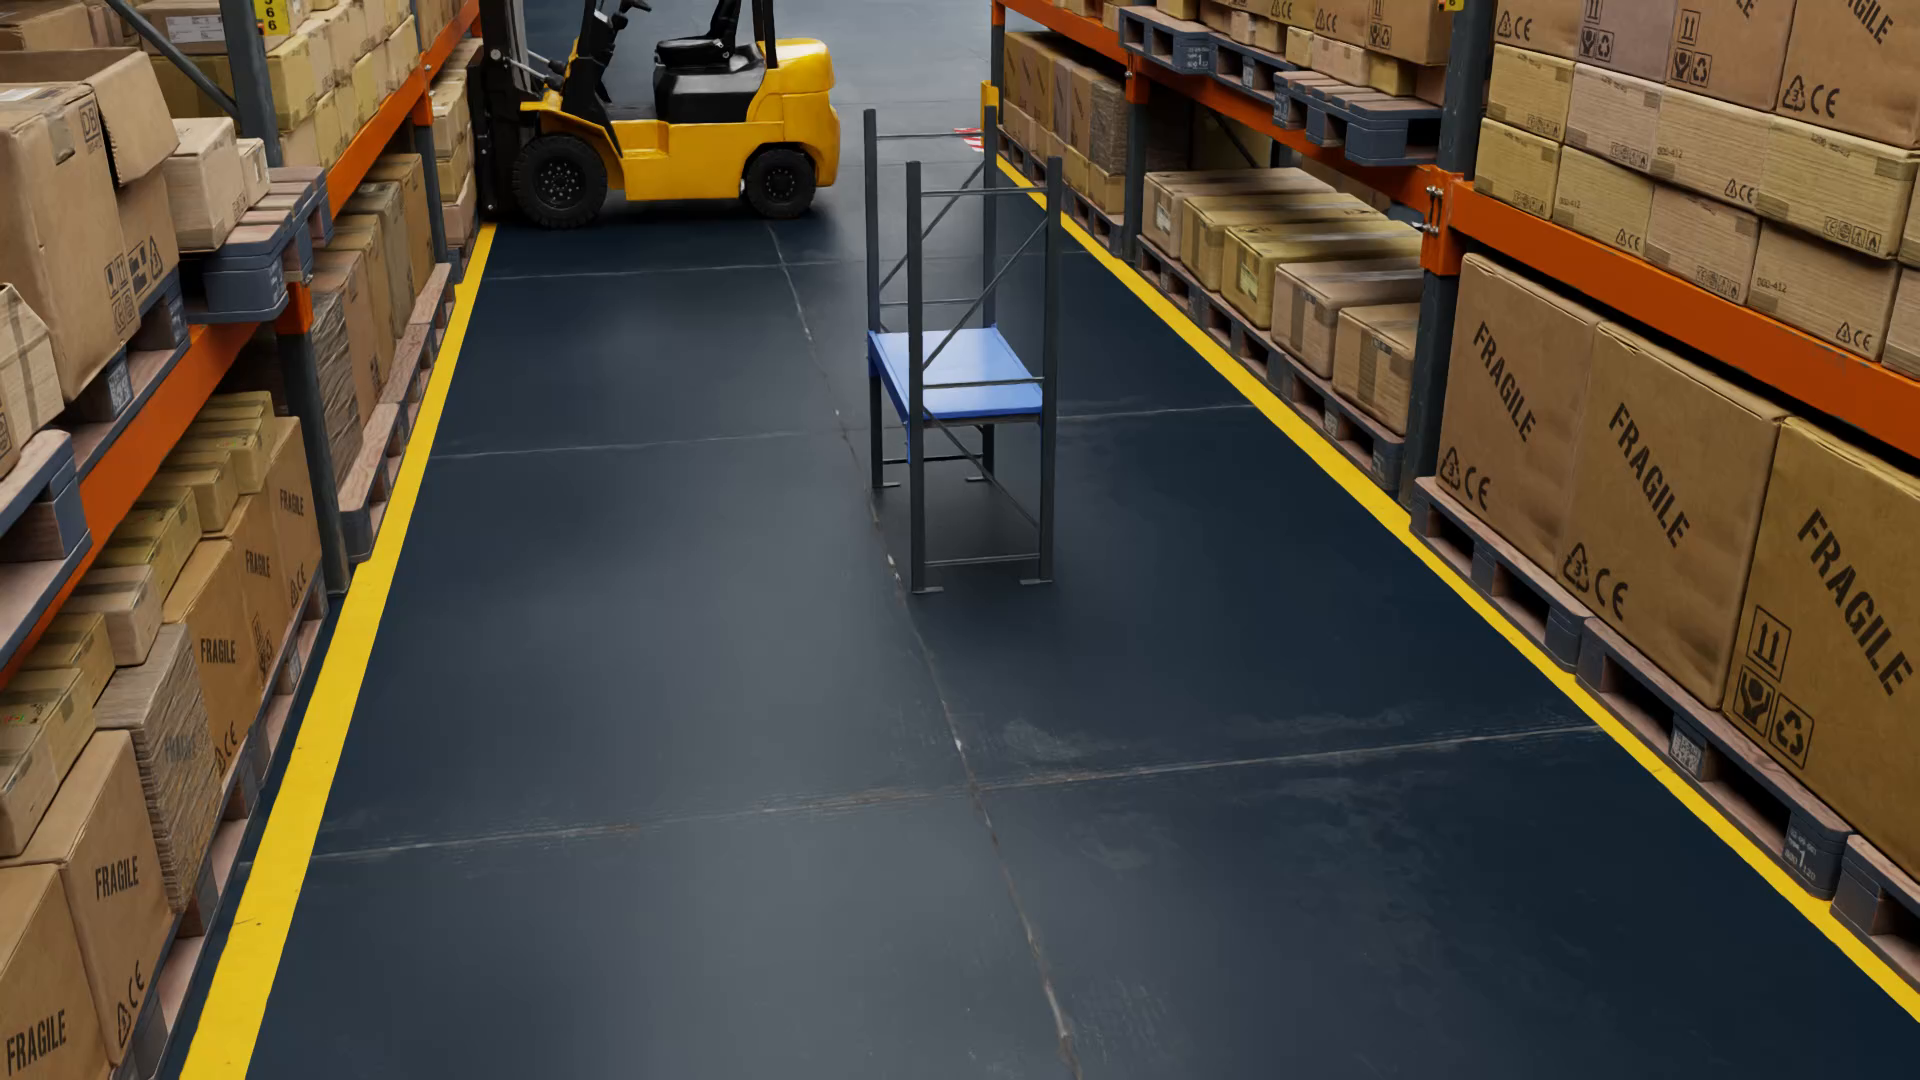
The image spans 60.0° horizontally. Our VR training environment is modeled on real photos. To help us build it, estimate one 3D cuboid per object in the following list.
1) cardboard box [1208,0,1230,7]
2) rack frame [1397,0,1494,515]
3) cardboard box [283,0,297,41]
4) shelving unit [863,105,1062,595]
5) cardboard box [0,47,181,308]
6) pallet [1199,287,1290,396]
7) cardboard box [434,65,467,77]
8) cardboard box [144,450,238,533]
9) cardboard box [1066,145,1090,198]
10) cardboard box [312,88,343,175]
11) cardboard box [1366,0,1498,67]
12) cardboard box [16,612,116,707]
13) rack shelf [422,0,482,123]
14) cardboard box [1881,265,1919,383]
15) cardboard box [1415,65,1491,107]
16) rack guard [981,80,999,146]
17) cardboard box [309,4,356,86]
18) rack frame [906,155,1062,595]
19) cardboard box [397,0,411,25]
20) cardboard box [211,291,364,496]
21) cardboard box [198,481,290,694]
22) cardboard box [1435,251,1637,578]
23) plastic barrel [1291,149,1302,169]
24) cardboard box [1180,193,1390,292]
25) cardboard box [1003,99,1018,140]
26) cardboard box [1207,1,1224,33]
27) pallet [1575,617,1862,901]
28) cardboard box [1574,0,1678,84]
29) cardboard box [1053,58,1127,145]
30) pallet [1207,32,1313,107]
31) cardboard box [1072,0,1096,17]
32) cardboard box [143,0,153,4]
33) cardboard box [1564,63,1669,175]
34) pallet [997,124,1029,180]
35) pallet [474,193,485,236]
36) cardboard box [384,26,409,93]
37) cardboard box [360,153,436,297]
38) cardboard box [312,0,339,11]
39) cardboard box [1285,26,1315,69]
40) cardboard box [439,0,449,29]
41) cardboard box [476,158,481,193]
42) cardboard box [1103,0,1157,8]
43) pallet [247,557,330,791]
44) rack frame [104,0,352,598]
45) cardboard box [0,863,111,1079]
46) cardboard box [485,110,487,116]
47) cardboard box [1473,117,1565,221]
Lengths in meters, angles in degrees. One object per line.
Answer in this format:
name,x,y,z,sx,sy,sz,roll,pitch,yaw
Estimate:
cardboard box,1.471,-2.884,8.084,0.500,0.500,0.500,-4,24,-10
rack frame,2.234,-1.534,6.014,1.000,3.000,0.127,-4,24,-10
cardboard box,-2.463,-1.760,5.597,0.380,0.149,0.250,-4,24,-9
shelving unit,-0.016,-0.721,6.027,0.538,1.500,1.048,-4,24,-10
cardboard box,-2.160,-0.777,3.627,0.797,0.503,0.637,-5,24,-11
pallet,1.869,-1.042,8.373,1.003,0.211,1.213,-4,24,-10
cardboard box,-3.441,-2.946,10.910,0.500,0.250,0.500,-5,24,-11
cardboard box,-2.217,-0.122,4.569,0.380,0.149,0.250,-5,24,-12
cardboard box,1.013,-2.461,11.048,0.500,0.250,0.500,-5,24,-11
cardboard box,-2.573,-1.487,6.095,0.500,0.250,0.500,-5,24,-11
cardboard box,1.877,-2.067,6.213,0.500,0.500,0.500,-5,24,-11
cardboard box,-2.090,0.290,3.626,0.380,0.149,0.250,-4,24,-10
rack shelf,-3.753,-3.195,10.718,1.077,0.370,4.000,-4,24,-10
cardboard box,2.476,-0.450,3.720,0.500,0.250,0.500,-5,24,-11
cardboard box,1.942,-1.723,6.236,0.380,0.149,0.250,-3,24,-8
rack guard,0.769,-3.505,13.651,1.175,0.500,0.348,-4,24,-10
cardboard box,-2.656,-1.922,6.467,0.500,0.250,0.500,-5,24,-11
rack frame,0.078,-0.521,5.569,0.500,1.500,0.032,-4,24,-10
cardboard box,-3.041,-2.725,8.303,0.500,0.250,0.500,-5,24,-11
cardboard box,-2.745,-0.516,6.125,0.875,0.625,0.625,-4,24,-8
cardboard box,-2.271,0.136,4.789,0.500,0.500,0.500,-5,24,-11
cardboard box,2.280,-0.475,5.720,0.875,0.875,0.875,-5,24,-10
plastic barrel,2.625,-2.800,12.131,0.512,0.421,0.421,13,27,27
cardboard box,1.730,-1.607,8.940,0.950,0.372,0.625,-3,24,-6
cardboard box,0.632,-3.275,12.912,0.500,0.250,0.500,-5,24,-10
cardboard box,1.458,-2.635,8.324,0.380,0.149,0.250,-4,24,-9
pallet,2.528,0.538,4.753,1.003,0.211,1.213,-4,24,-10
cardboard box,2.186,-1.631,4.864,0.500,0.500,0.500,-4,24,-10
cardboard box,0.930,-2.997,11.338,0.500,0.500,0.500,-3,24,-7
pallet,1.828,-2.222,7.829,1.003,0.211,1.213,-4,24,-10
cardboard box,0.945,-3.495,10.820,0.380,0.149,0.250,-5,24,-11
cardboard box,-3.134,-2.022,6.197,0.380,0.149,0.250,-4,24,-10
cardboard box,2.180,-1.273,4.981,0.500,0.250,0.500,-4,24,-8
pallet,0.884,-3.051,12.971,1.003,0.211,1.213,-4,24,-10
pallet,-3.718,-2.257,11.155,1.003,0.211,1.213,-4,24,-10
cardboard box,-2.934,-2.294,7.941,0.500,0.250,0.500,-4,24,-10
cardboard box,-3.275,-1.638,8.696,0.875,0.625,0.625,-3,24,-7
cardboard box,-2.662,-2.162,6.518,0.380,0.149,0.250,-4,24,-9
cardboard box,1.628,-2.126,7.158,0.380,0.149,0.250,-4,24,-9
cardboard box,-3.416,-3.381,10.118,0.500,0.500,0.500,-5,24,-10
cardboard box,-3.441,-2.486,11.106,0.500,0.250,0.500,-4,24,-8
cardboard box,1.168,-3.446,9.895,0.500,0.500,0.500,-5,24,-11
pallet,-2.542,0.409,5.049,1.003,0.211,1.213,-4,24,-10
rack frame,-2.643,-1.165,5.170,1.000,3.000,0.127,-4,24,-10
cardboard box,-1.880,0.946,2.935,0.500,0.500,0.500,-5,24,-10
cardboard box,-3.527,-2.905,11.441,0.500,0.250,0.500,-5,24,-11
cardboard box,2.077,-1.254,5.561,0.500,0.250,0.500,-5,24,-11
